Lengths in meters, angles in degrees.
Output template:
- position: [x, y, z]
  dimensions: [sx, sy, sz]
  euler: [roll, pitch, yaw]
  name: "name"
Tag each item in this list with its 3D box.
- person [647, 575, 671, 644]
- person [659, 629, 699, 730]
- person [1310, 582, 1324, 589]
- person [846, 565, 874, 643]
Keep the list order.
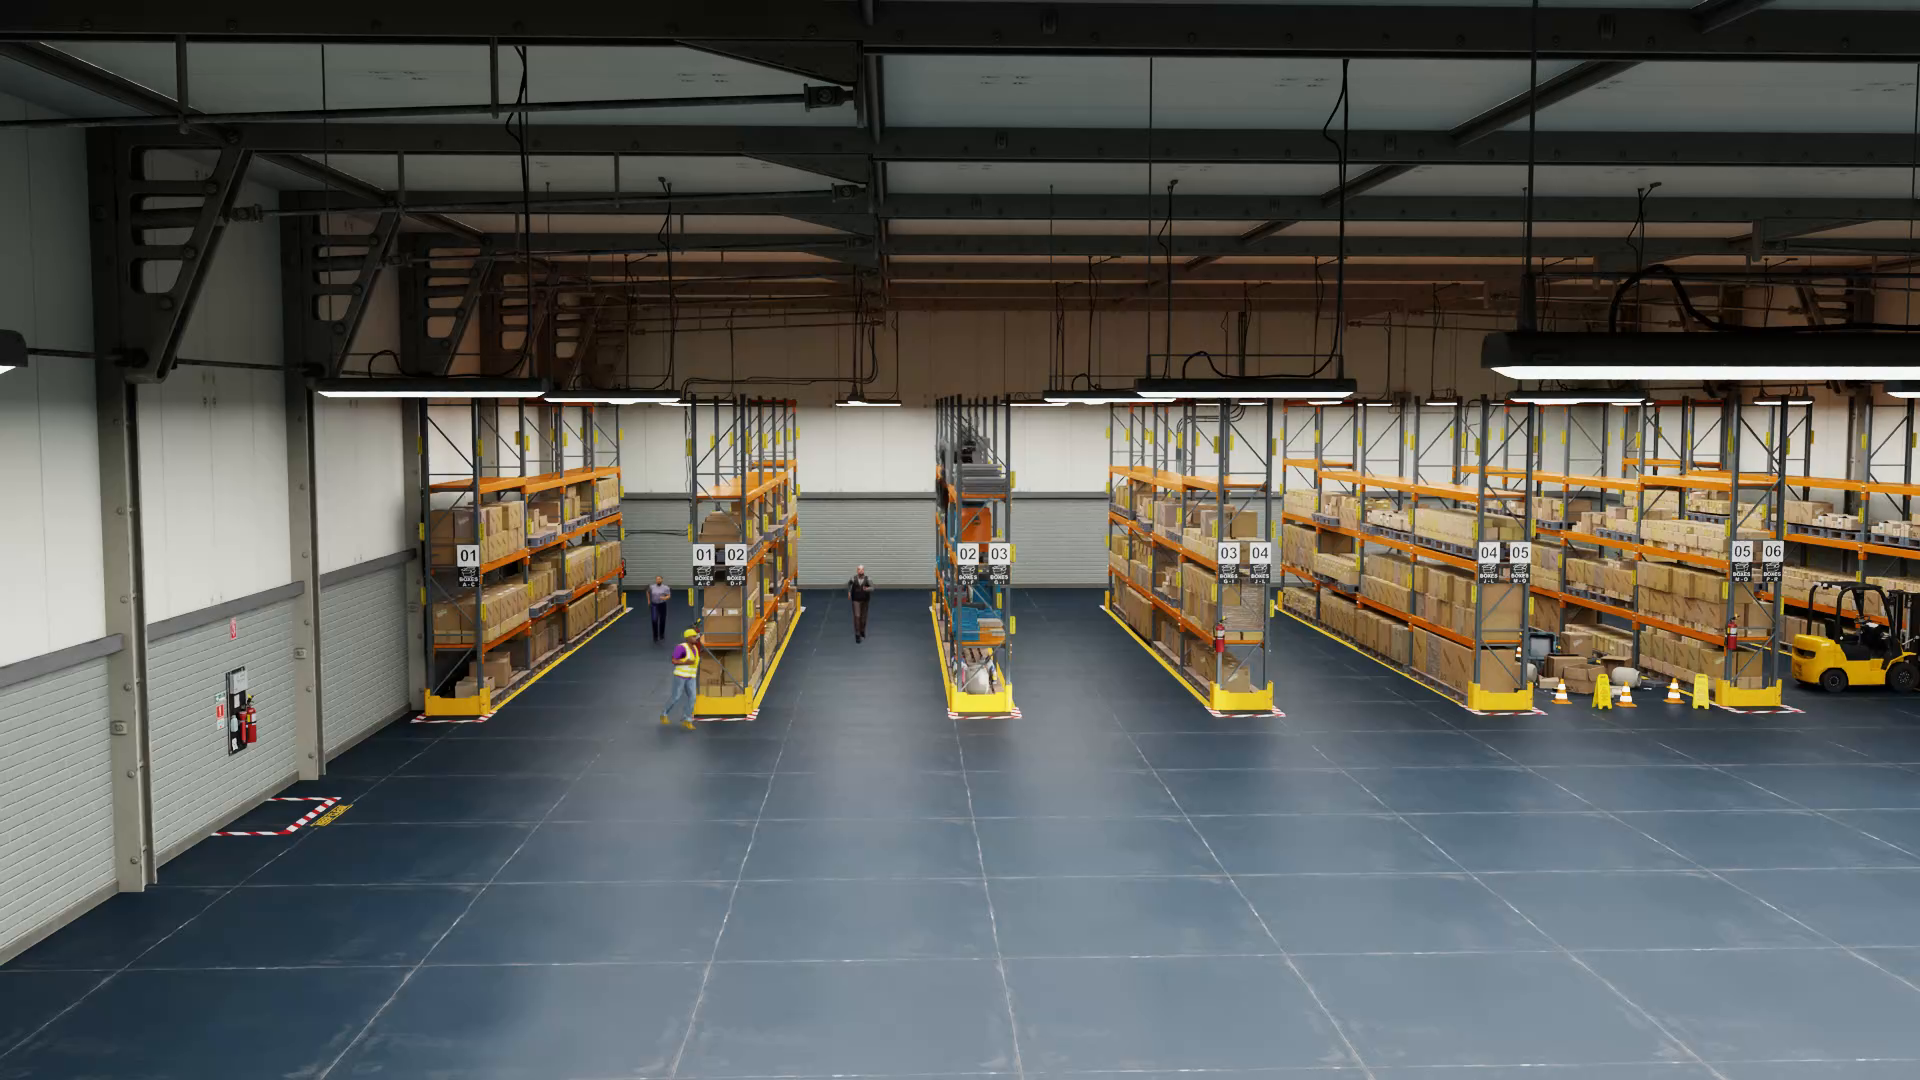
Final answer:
- position: [-7.388, 1.708, 40.813]
  dimensions: [0.571, 1.689, 0.808]
  euler: [-1, 5, -12]
  name: "person"
- position: [-4.938, 2.489, 29.997]
  dimensions: [0.865, 1.767, 0.704]
  euler: [4, 6, 39]
  name: "person"
- position: [10.520, 1.050, 48.792]
  dimensions: [0.735, 1.718, 0.588]
  euler: [-1, 5, -7]
  name: "person"
- position: [-2.331, 1.487, 39.078]
  dimensions: [0.635, 1.786, 0.781]
  euler: [-1, 5, -11]
  name: "person"
